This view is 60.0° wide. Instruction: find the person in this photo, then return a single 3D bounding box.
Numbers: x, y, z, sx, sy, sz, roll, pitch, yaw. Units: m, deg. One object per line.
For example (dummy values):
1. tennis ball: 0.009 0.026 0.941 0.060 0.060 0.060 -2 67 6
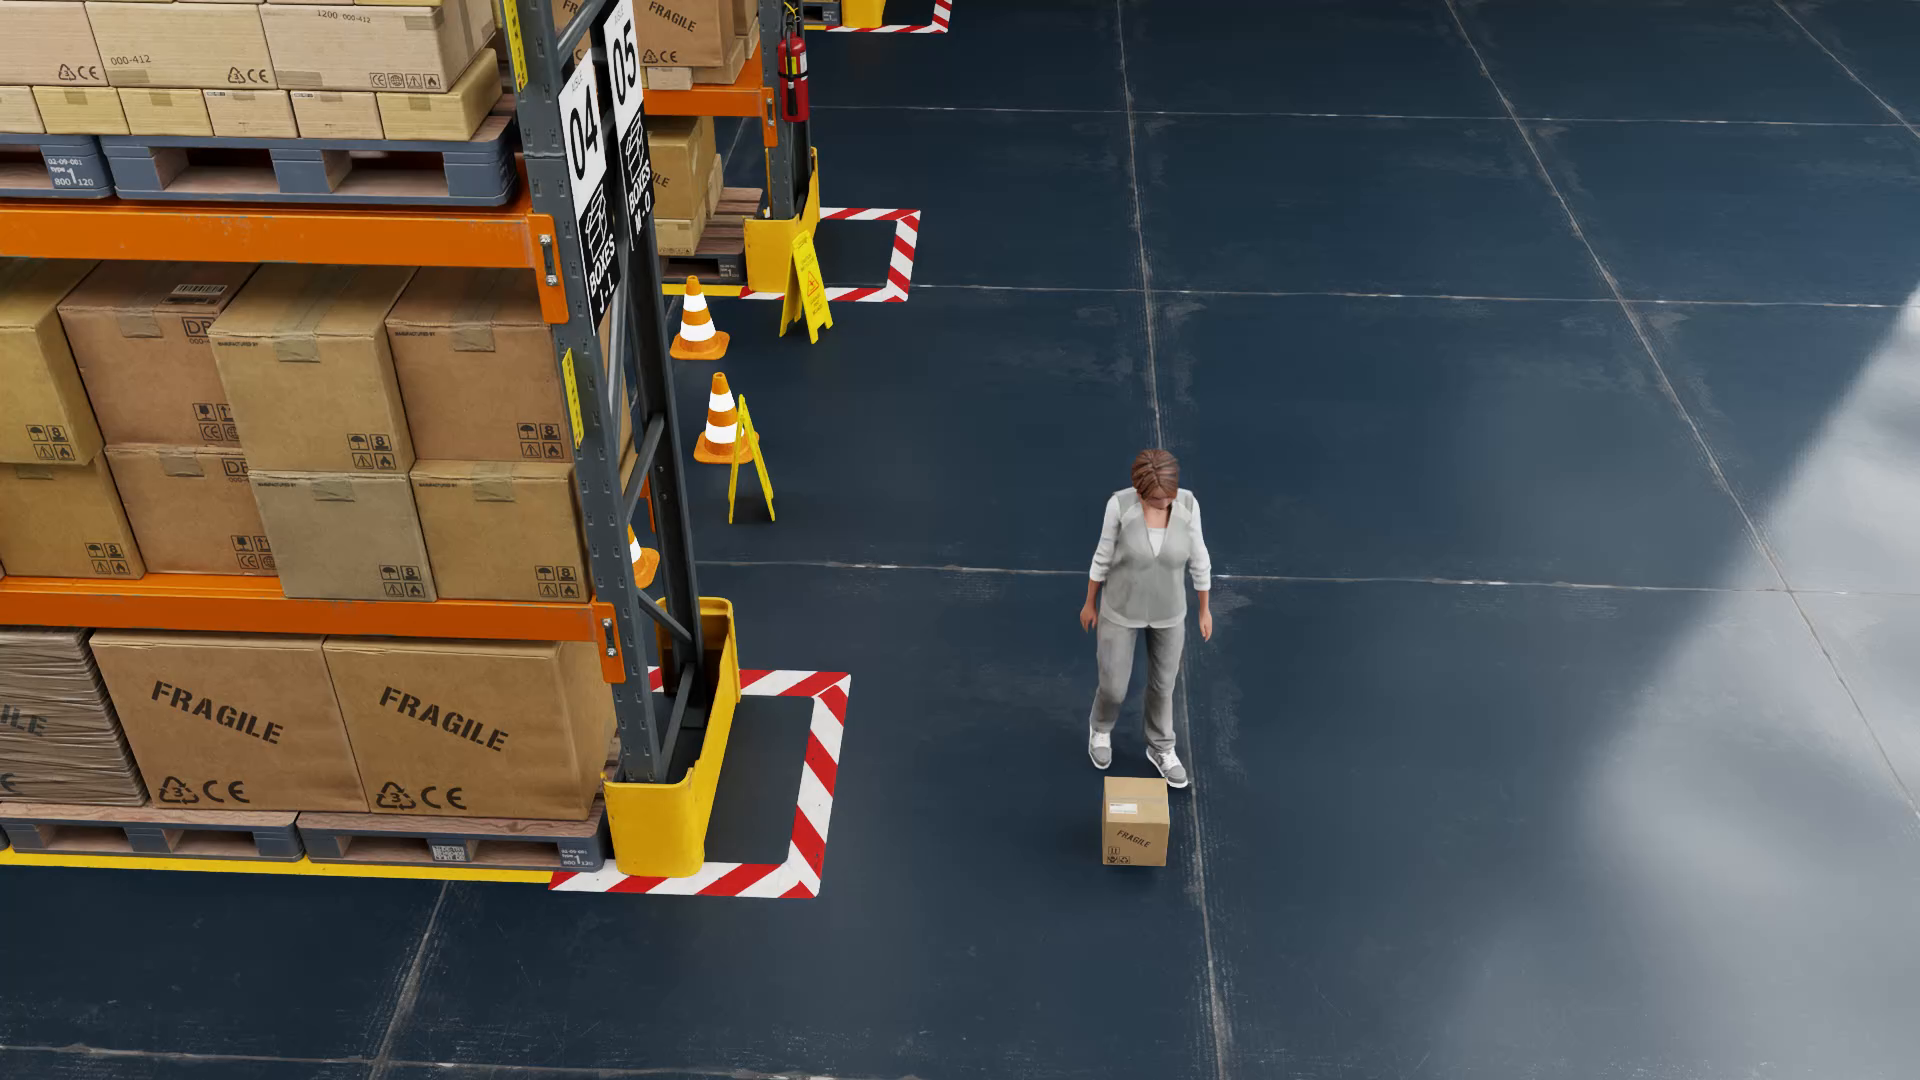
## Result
1. person: 0.757 0.306 6.672 0.521 1.598 0.400 -4 36 -5
